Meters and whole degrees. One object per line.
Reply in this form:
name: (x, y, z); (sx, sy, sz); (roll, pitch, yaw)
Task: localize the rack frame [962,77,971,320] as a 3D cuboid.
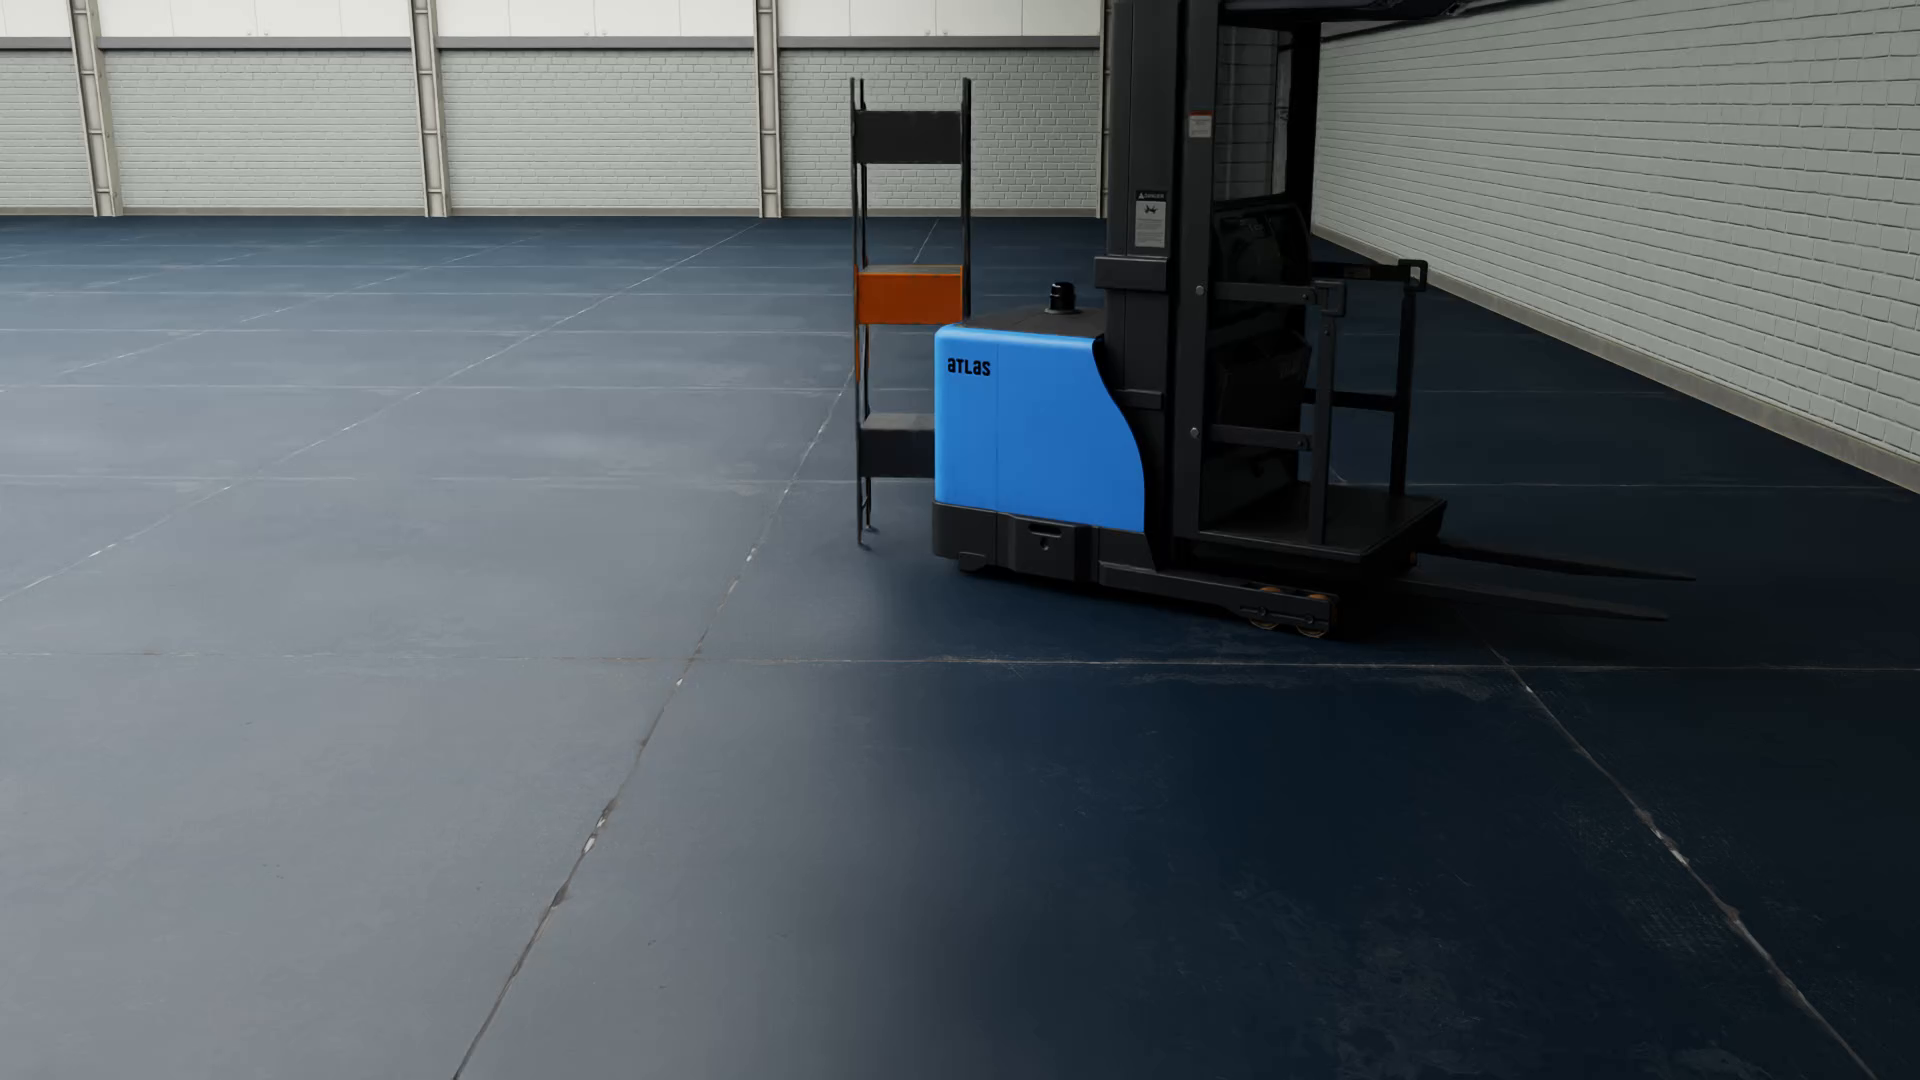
rack frame: (0.031, -1.023, 7.601); (0.015, 2.100, 0.400); (1, 15, 3)

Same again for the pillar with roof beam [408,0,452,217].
pillar with roof beam: (-9.479, -9.070, 24.580); (0.400, 9.000, 9.100); (0, 15, 1)

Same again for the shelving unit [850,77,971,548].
shelving unit: (-0.213, -1.027, 7.616); (0.503, 2.100, 0.431); (1, 15, 3)

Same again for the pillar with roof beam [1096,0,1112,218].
pillar with roof beam: (2.517, -8.992, 24.283); (0.400, 9.000, 9.100); (0, 15, 1)

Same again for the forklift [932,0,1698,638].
forklift: (1.399, -1.195, 6.625); (3.031, 2.935, 1.130); (9, 17, 31)

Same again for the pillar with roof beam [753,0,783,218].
pillar with roof beam: (-3.481, -9.031, 24.432); (0.400, 9.000, 9.100); (0, 15, 1)

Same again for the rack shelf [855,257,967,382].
rack shelf: (-0.213, -1.014, 7.619); (0.480, 0.518, 0.431); (1, 15, 3)

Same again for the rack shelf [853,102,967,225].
rack shelf: (-0.213, -1.690, 7.441); (0.480, 0.518, 0.431); (1, 15, 3)

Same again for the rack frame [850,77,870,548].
rack frame: (-0.456, -1.031, 7.630); (0.015, 2.100, 0.400); (1, 15, 3)

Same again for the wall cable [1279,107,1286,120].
wall cable: (5.538, -8.232, 27.490); (0.112, 2.526, 3.097); (0, 15, 1)

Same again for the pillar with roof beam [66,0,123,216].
pillar with roof beam: (-15.477, -9.110, 24.728); (0.400, 9.000, 9.100); (0, 15, 1)

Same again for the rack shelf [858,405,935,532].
rack shelf: (-0.213, -0.337, 7.798); (0.480, 0.518, 0.431); (1, 15, 3)
